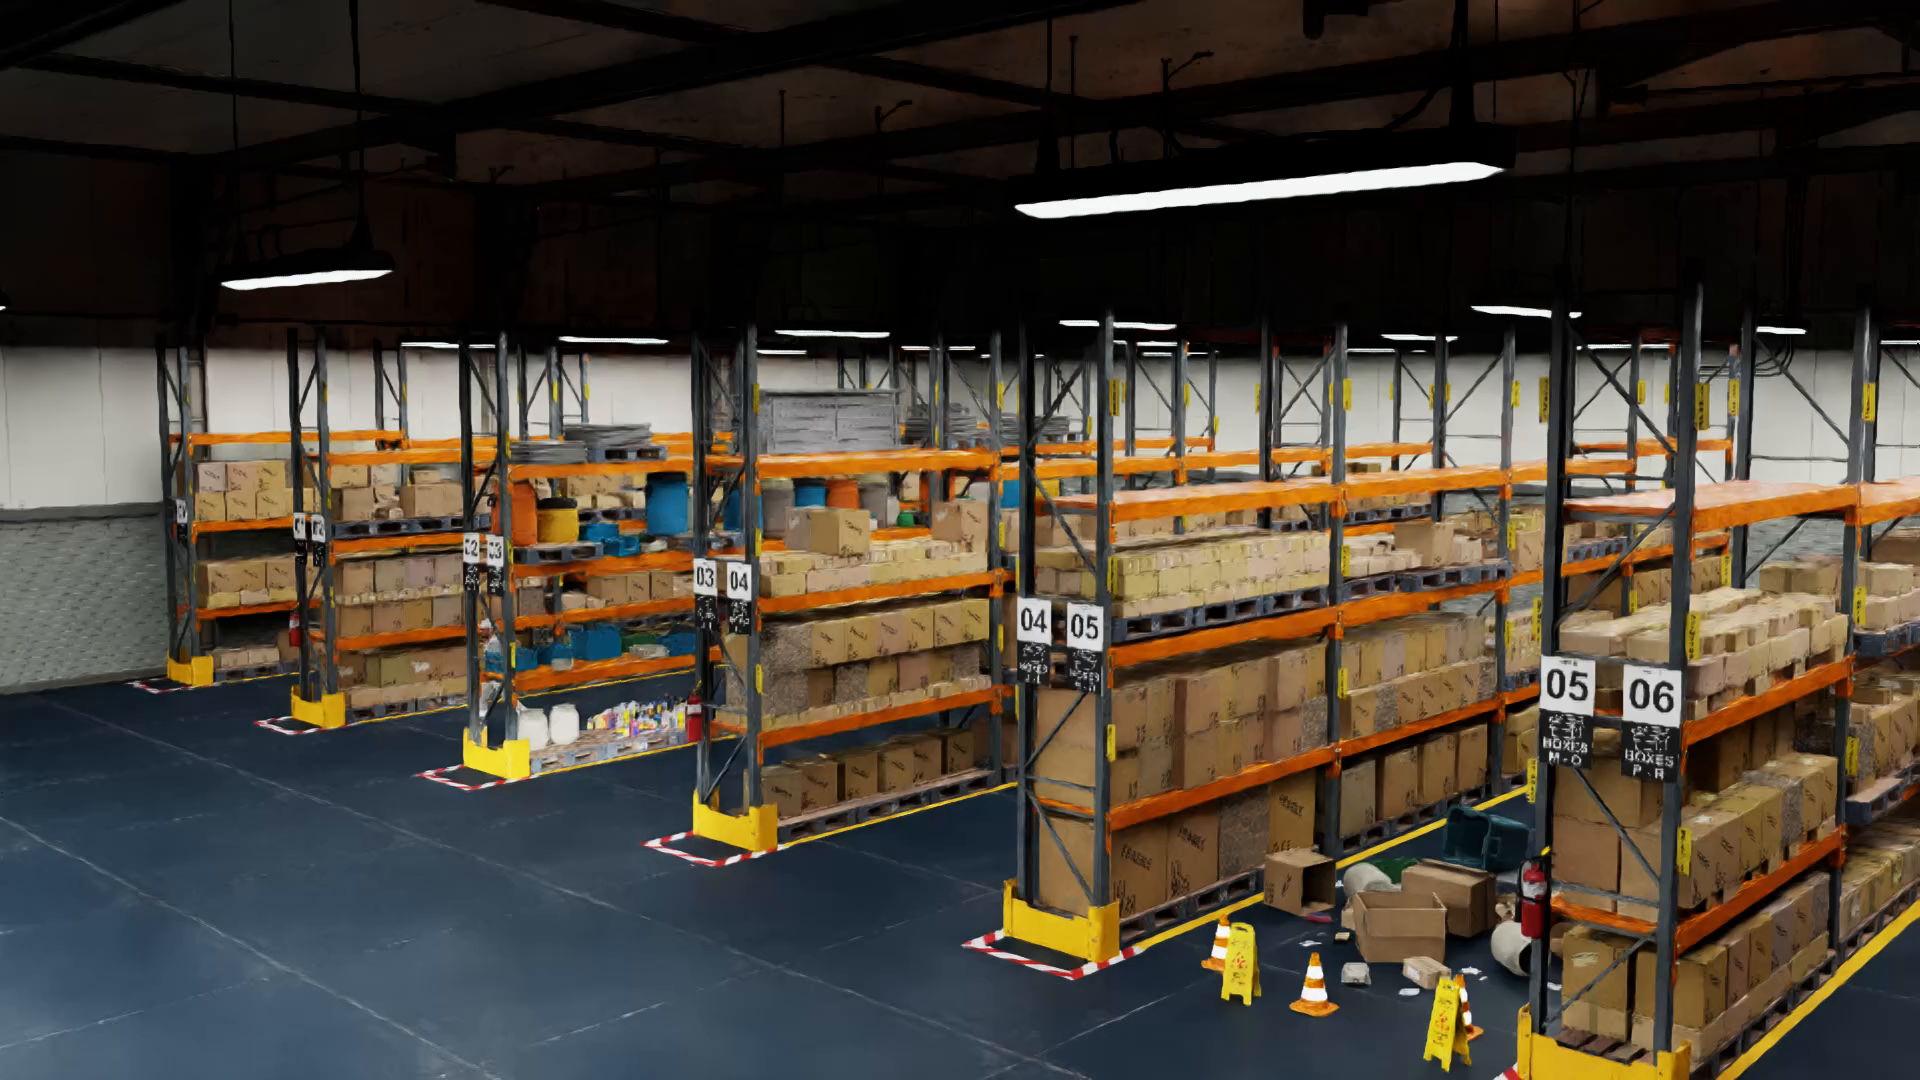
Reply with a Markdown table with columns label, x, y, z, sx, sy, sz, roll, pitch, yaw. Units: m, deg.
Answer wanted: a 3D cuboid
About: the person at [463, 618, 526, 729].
| label | x | y | z | sx | sy | sz | roll | pitch | yaw |
| --- | --- | --- | --- | --- | --- | --- | --- | --- | --- |
| person | -6.809 | 2.010 | 24.501 | 0.988 | 1.735 | 0.598 | -3 | 6 | -26 |
